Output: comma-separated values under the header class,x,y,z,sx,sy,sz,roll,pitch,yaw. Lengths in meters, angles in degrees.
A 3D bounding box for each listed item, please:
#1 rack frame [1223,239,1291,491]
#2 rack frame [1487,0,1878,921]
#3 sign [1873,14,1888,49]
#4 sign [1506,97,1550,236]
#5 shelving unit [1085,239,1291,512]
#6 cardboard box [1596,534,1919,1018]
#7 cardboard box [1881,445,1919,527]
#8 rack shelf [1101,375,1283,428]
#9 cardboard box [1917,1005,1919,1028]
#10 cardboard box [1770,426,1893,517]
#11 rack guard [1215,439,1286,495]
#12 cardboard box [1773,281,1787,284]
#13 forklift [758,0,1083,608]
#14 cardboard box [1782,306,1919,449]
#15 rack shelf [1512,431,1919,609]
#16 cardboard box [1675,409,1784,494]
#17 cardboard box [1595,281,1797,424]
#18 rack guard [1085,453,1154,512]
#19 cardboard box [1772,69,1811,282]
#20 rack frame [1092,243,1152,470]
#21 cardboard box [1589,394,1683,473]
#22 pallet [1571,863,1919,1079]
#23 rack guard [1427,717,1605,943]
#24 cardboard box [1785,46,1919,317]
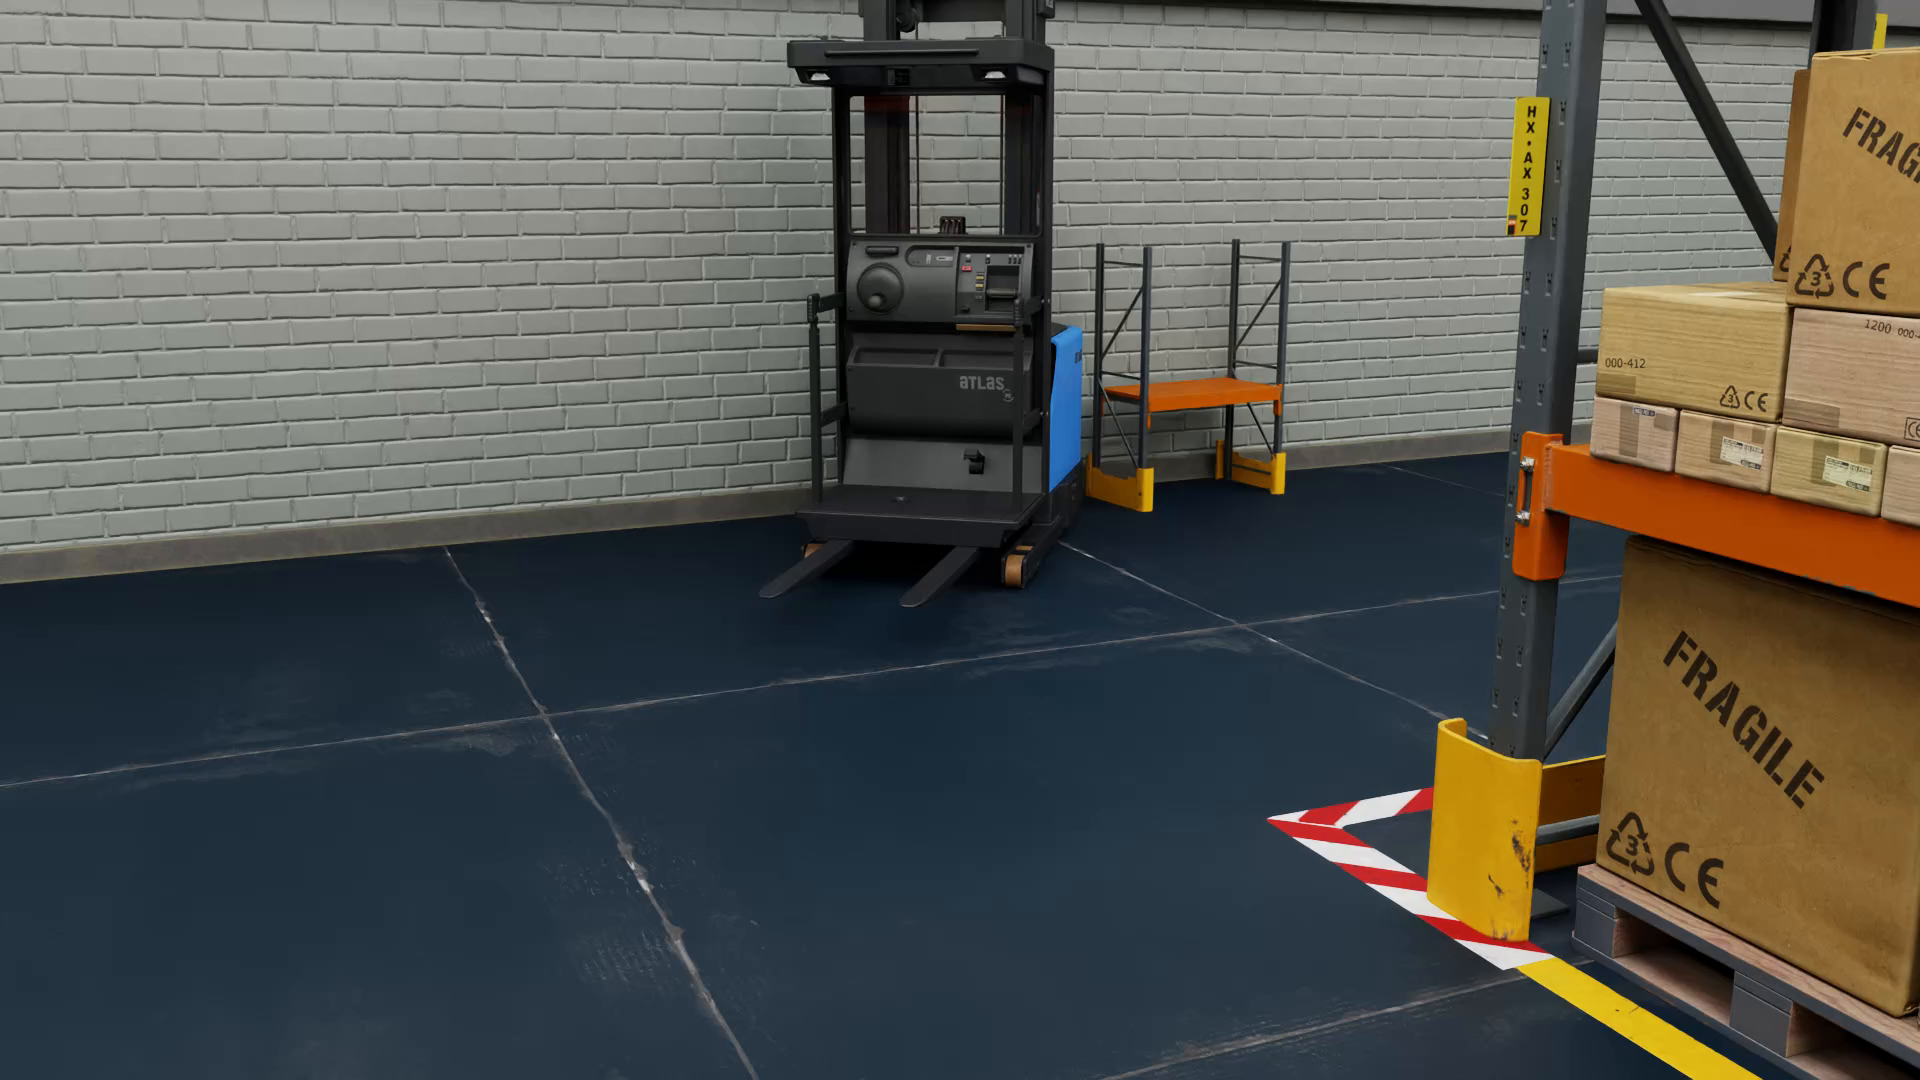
class,x,y,z,sx,sy,sz,roll,pitch,yaw
rack frame,1.808,-1.068,10.159,0.032,1.500,0.500,-8,15,-30
rack frame,1.883,-0.490,4.336,1.000,3.000,0.127,-6,14,-23
sign,2.386,-1.216,4.378,0.100,0.325,0.005,-6,14,-23
sign,1.372,-0.902,4.018,0.100,0.325,0.005,-6,14,-23
shelving unit,1.363,-1.008,9.901,1.083,1.500,0.587,-8,15,-30
cardboard box,2.213,0.465,3.988,0.875,0.875,0.875,-6,14,-23
cardboard box,2.035,-0.105,3.230,0.380,0.149,0.250,-6,14,-24
rack shelf,1.371,-0.834,9.946,1.000,0.185,0.538,-8,15,-30
cardboard box,2.577,0.653,3.176,0.875,0.875,0.875,-6,14,-23
cardboard box,1.930,-0.159,3.462,0.380,0.149,0.250,-6,14,-24
rack guard,1.791,-0.457,10.290,0.087,0.250,0.587,-8,15,-30
cardboard box,2.320,-0.486,3.990,0.500,0.250,0.500,-6,14,-24
forklift,-0.149,-1.291,7.947,1.130,2.935,3.031,3,13,13
cardboard box,2.042,-0.332,3.324,0.500,0.250,0.500,-6,14,-24
rack shelf,2.684,0.273,2.632,1.077,0.370,4.000,-6,14,-23
cardboard box,1.827,-0.212,3.690,0.380,0.149,0.250,-6,14,-24
cardboard box,1.828,-0.439,3.786,0.500,0.250,0.500,-6,14,-24
rack guard,0.935,-0.342,9.794,0.087,0.250,0.587,-8,15,-30
cardboard box,2.319,-0.851,3.903,0.500,0.500,0.500,-5,14,-22
rack frame,0.934,-0.951,9.653,0.032,1.500,0.500,-8,15,-30
cardboard box,1.723,-0.265,3.919,0.380,0.149,0.250,-5,14,-22
pallet,2.275,1.026,3.967,1.003,0.211,1.213,-6,14,-23
rack guard,1.873,0.722,4.639,1.175,0.500,0.348,-6,14,-23
cardboard box,2.028,-0.701,3.255,0.500,0.500,0.500,-6,14,-24
